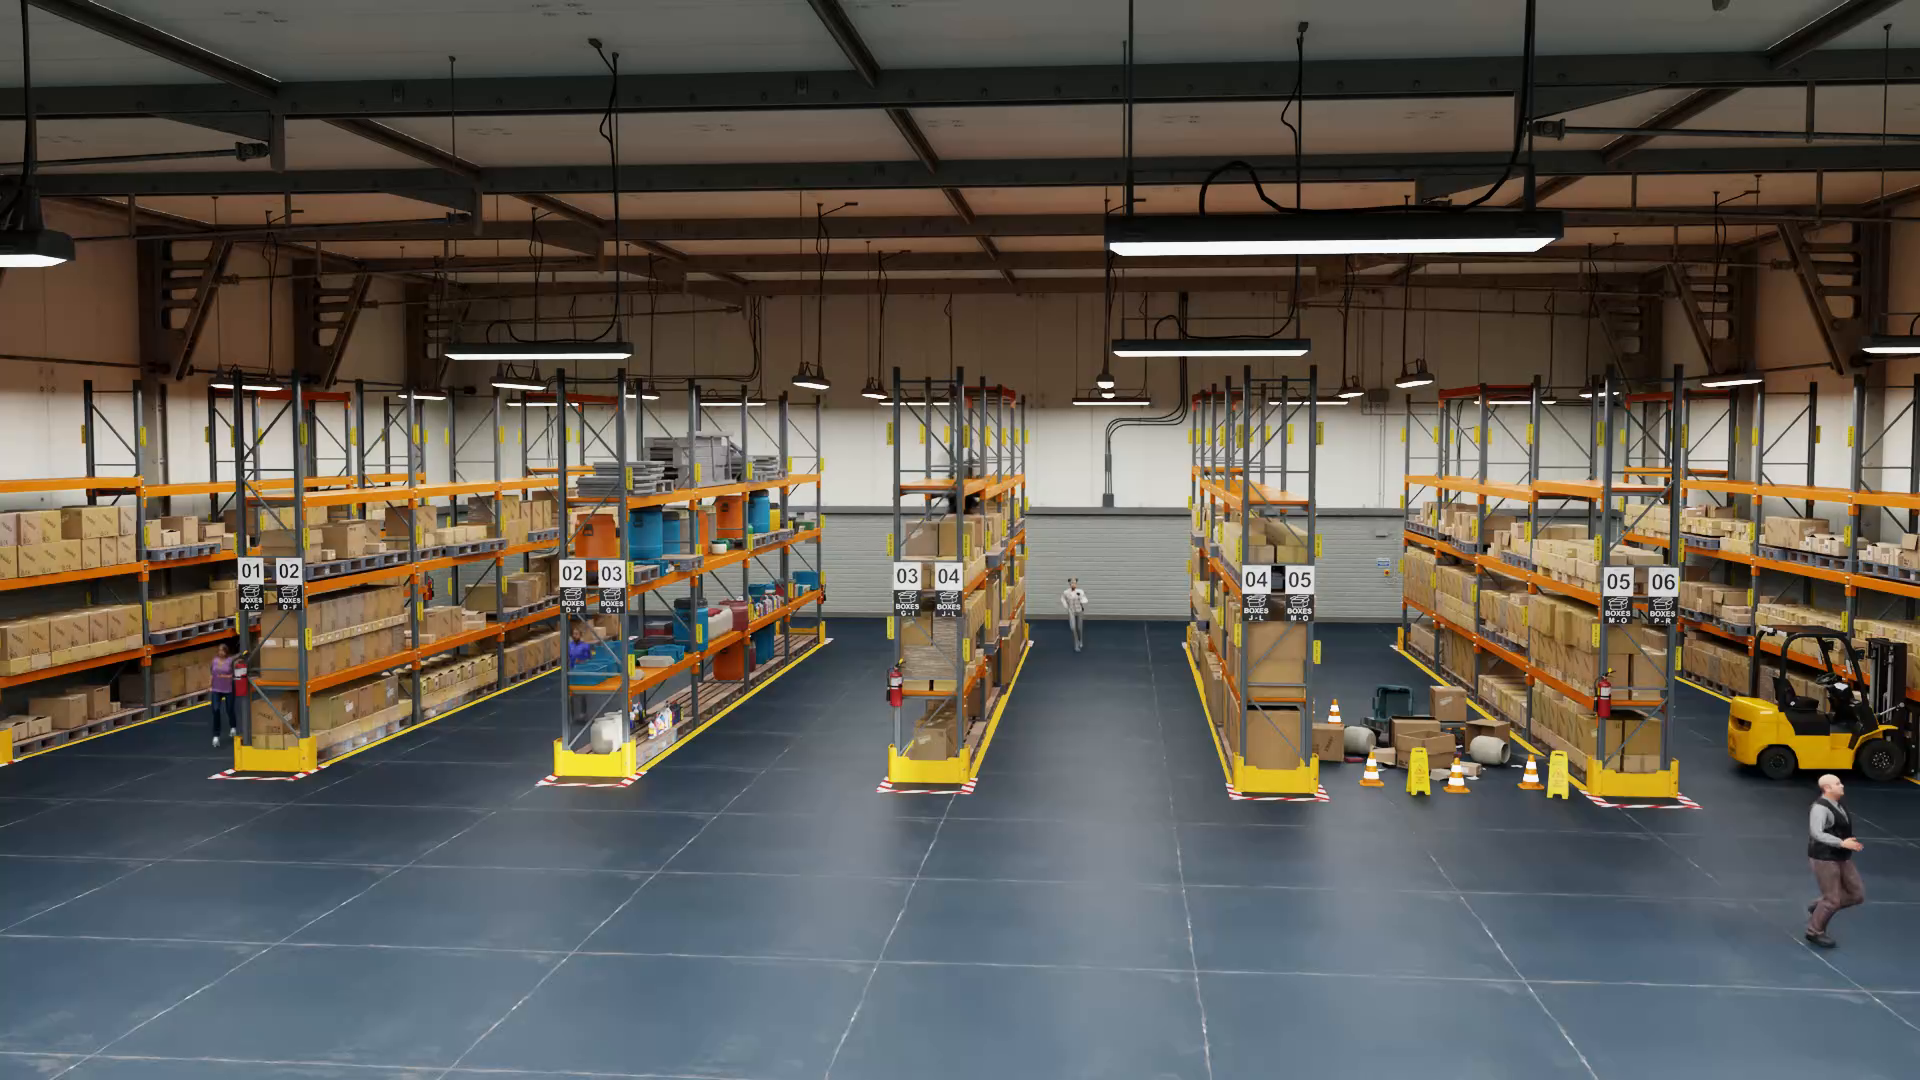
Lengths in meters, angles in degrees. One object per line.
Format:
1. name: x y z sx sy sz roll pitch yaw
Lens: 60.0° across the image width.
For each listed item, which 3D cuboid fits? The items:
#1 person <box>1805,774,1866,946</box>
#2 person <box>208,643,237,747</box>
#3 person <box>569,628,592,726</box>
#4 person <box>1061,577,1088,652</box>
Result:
1. person: 8.587 3.141 16.309 0.708 1.689 0.555 -3 5 -42
2. person: -12.035 2.499 27.173 0.519 1.627 0.797 -1 4 -11
3. person: -6.684 2.385 29.024 0.555 1.716 0.755 0 4 0
4. person: 2.687 1.744 39.017 0.615 1.744 0.733 0 4 0
